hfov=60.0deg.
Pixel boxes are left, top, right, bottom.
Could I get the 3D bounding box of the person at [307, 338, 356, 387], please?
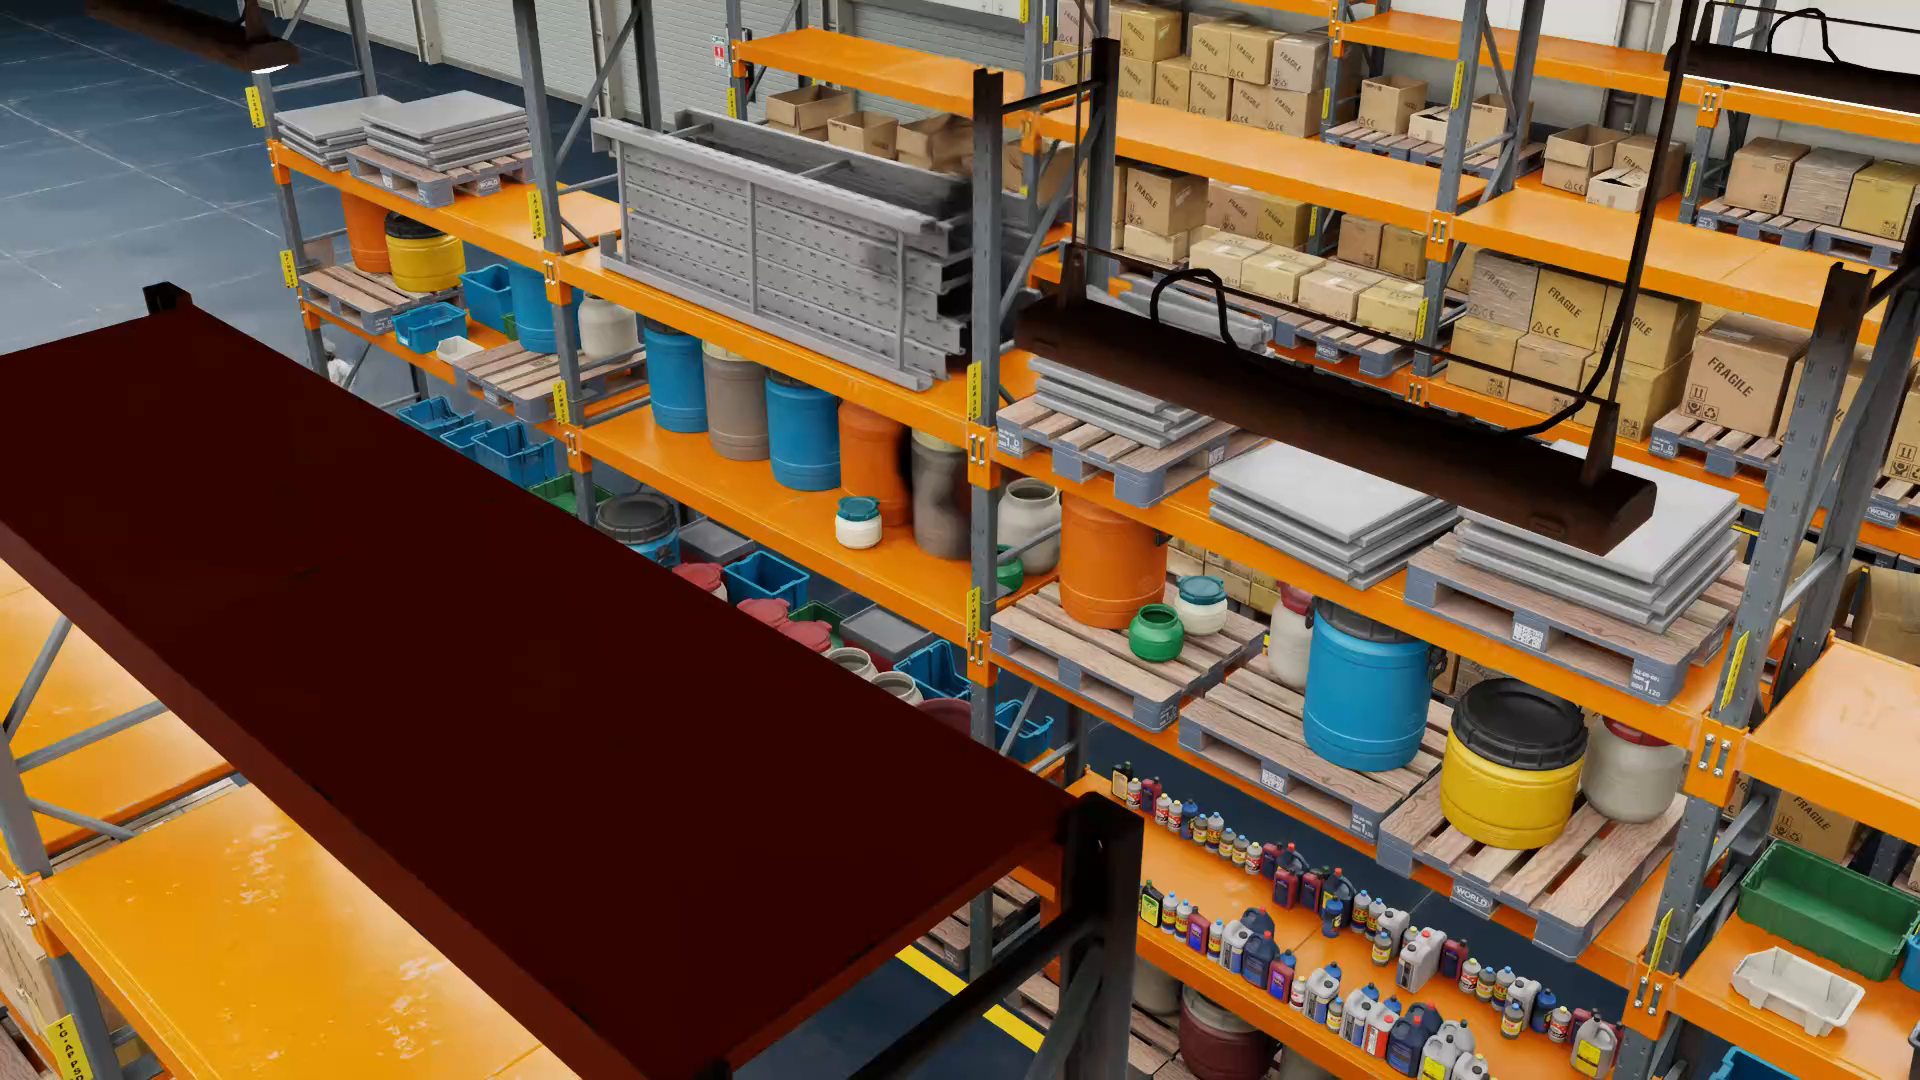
[{"bbox_3d":[-6.277,-1.230,16.741,0.664,1.755,0.607,-5,30,-8],"label":"person"}]
